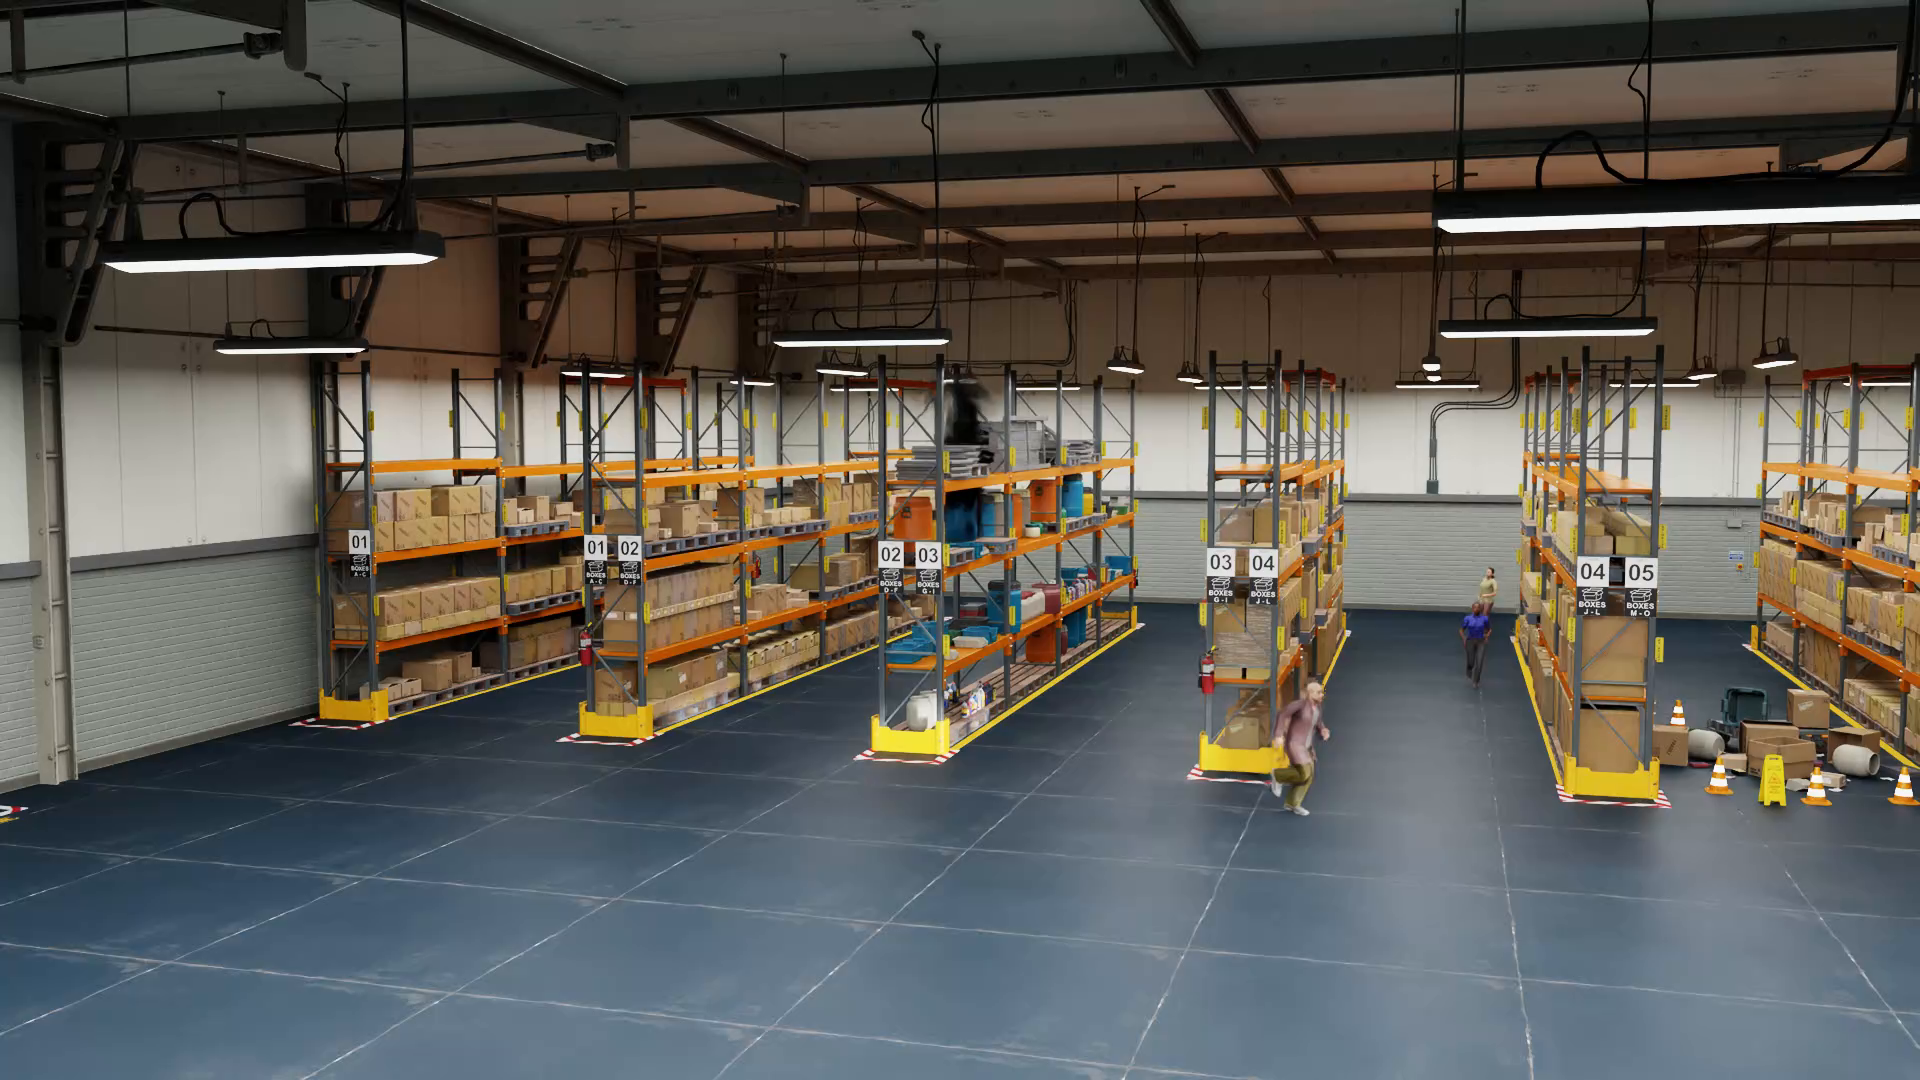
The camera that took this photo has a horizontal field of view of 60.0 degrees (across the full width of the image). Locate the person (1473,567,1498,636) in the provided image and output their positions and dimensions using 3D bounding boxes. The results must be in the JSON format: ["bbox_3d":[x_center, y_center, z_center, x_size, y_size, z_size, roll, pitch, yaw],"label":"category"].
[{"bbox_3d":[12.176,1.438,38.465,0.558,1.643,0.589,-3,5,-38],"label":"person"}]

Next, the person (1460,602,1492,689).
[{"bbox_3d":[9.722,1.970,31.336,0.585,1.621,0.604,1,4,12],"label":"person"}]

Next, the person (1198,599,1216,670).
[{"bbox_3d":[5.119,1.802,33.449,0.652,1.654,0.742,0,4,4],"label":"person"}]

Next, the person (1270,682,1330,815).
[{"bbox_3d":[4.342,2.649,21.265,0.790,1.708,0.699,4,6,42],"label":"person"}]

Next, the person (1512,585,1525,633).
[{"bbox_3d":[13.385,1.361,38.945,0.901,1.766,0.770,2,4,25],"label":"person"}]
